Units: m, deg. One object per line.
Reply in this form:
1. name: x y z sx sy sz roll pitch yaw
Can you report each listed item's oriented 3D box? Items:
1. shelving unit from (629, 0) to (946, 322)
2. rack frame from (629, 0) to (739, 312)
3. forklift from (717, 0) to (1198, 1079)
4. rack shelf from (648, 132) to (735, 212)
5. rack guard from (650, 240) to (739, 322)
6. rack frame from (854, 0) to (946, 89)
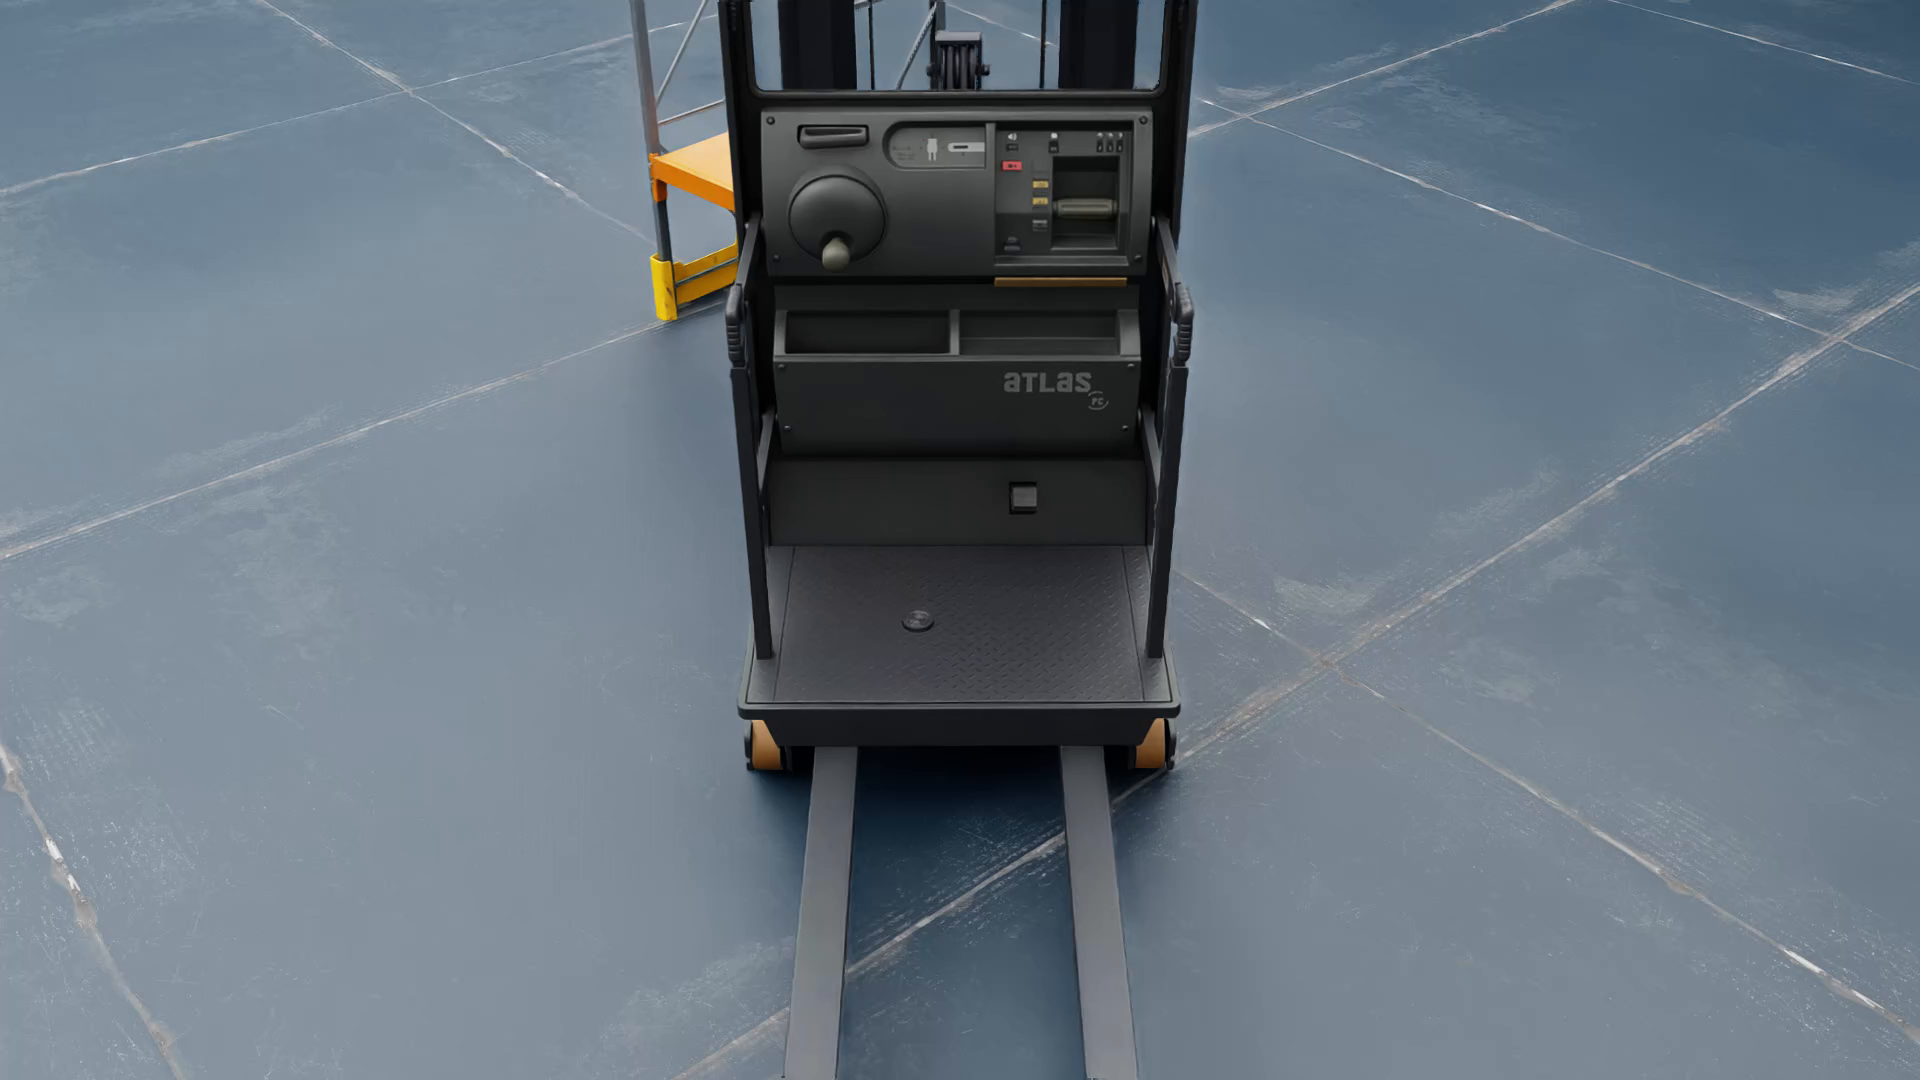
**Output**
1. shelving unit: -0.594 -1.398 5.927 1.083 1.500 0.587 28 44 34
2. rack frame: -0.974 -1.601 6.213 0.032 1.500 0.500 28 44 34
3. forklift: -0.004 -0.770 3.801 1.130 2.935 3.031 0 35 0
4. rack shelf: -0.601 -1.255 6.035 1.000 0.185 0.538 28 44 34
5. rack guard: -0.960 -1.084 6.563 0.087 0.250 0.587 28 44 34
6. rack frame: -0.228 -1.203 5.650 0.032 1.500 0.500 28 44 34
